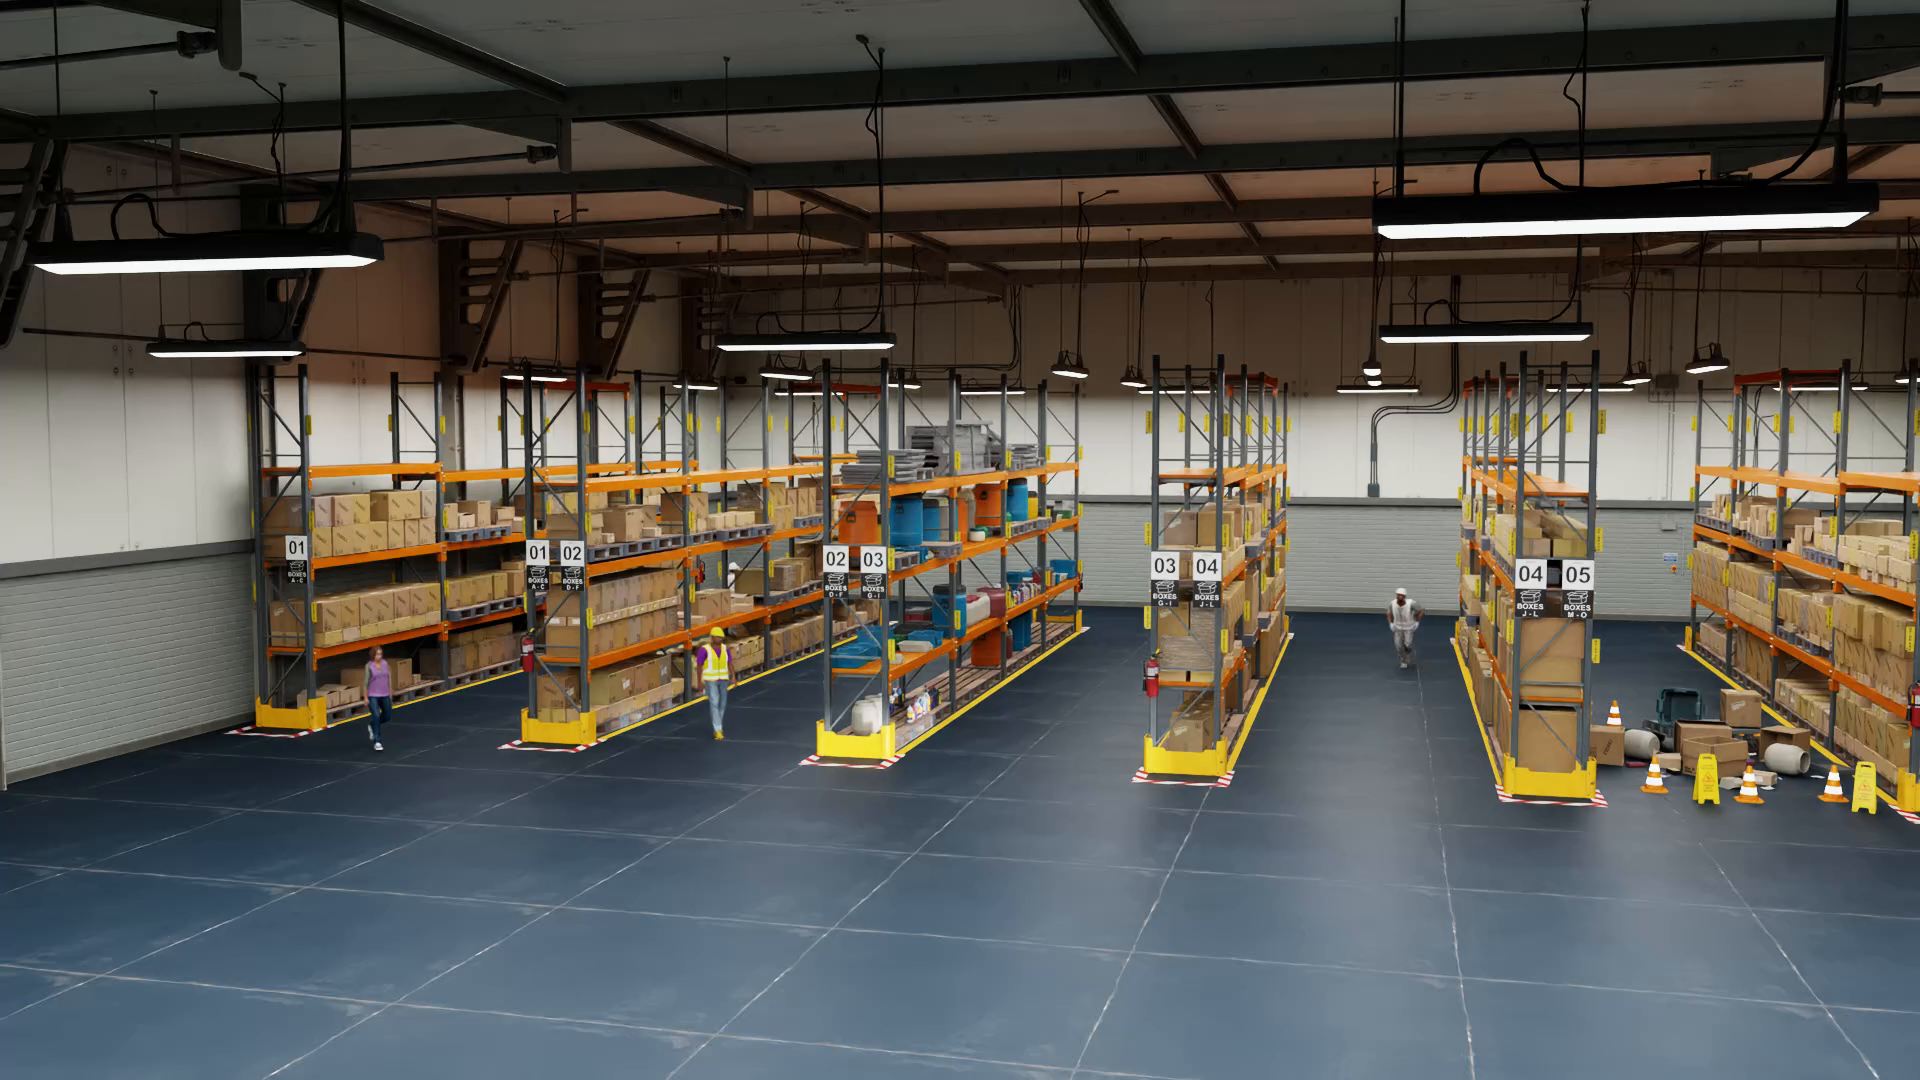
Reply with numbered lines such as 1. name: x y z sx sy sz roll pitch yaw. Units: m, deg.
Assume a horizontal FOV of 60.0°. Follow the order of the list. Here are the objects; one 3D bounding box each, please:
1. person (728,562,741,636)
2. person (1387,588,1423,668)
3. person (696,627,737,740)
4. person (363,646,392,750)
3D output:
1. person: -5.359 1.417 39.190 0.479 1.776 0.567 -4 5 -43
2. person: 9.134 1.810 34.159 0.728 1.682 0.651 2 4 23
3. person: -3.877 2.298 26.817 0.599 1.764 0.796 -3 5 -34
4. person: -9.030 2.427 25.767 0.474 1.576 0.669 -4 5 -44
